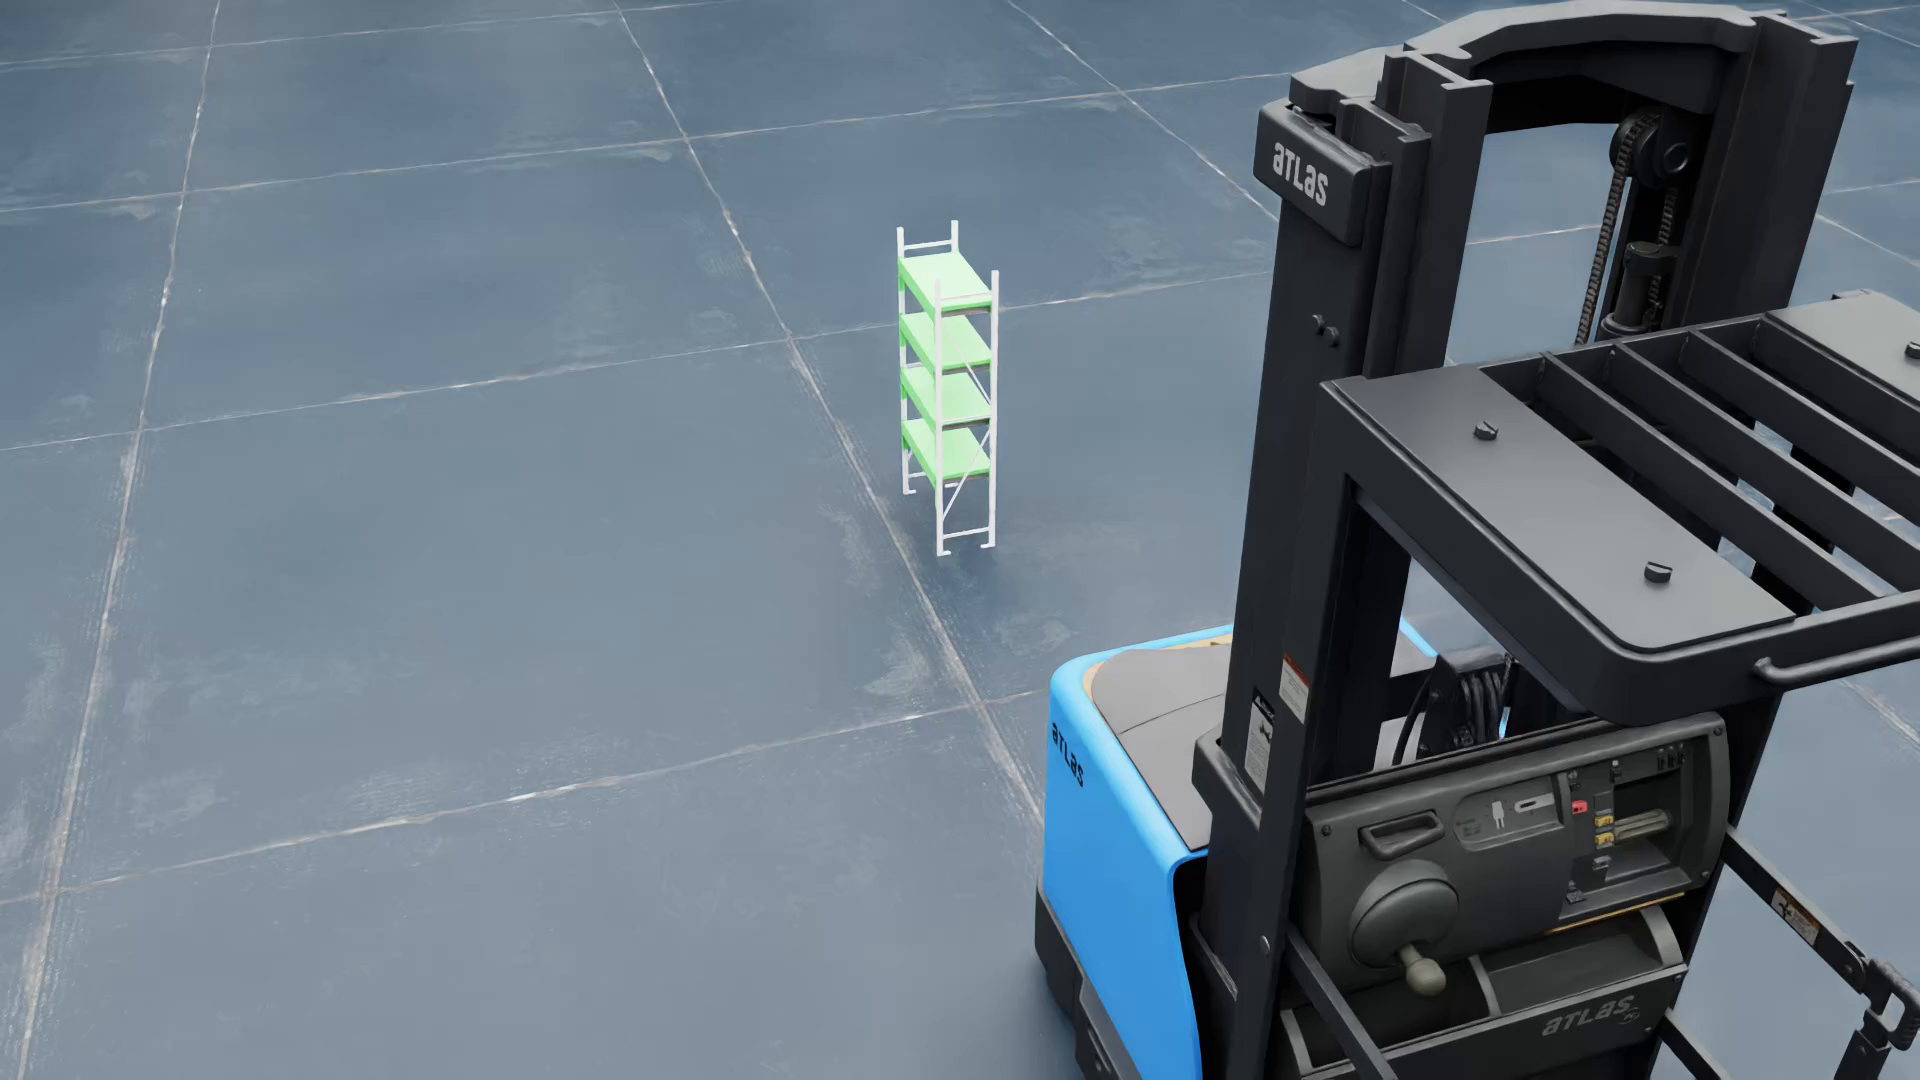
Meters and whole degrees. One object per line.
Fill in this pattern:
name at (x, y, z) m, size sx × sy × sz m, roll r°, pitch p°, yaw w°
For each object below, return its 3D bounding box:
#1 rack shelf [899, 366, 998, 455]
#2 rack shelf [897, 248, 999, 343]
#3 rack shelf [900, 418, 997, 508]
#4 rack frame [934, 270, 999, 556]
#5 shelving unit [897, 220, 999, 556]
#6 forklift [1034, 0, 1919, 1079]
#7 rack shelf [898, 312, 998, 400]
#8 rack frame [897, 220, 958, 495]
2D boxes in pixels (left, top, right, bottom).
rack shelf at (-0.050, -0.534, 6.586) m, size 0.258 × 0.148 × 0.480 m, roll -10°, pitch 35°, yaw -15°
rack shelf at (-0.050, -0.935, 6.321) m, size 0.258 × 0.148 × 0.480 m, roll -10°, pitch 35°, yaw -15°
rack shelf at (-0.050, -0.334, 6.718) m, size 0.258 × 0.148 × 0.480 m, roll -10°, pitch 35°, yaw -15°
rack frame at (0.024, -0.459, 6.357) m, size 0.240 × 1.200 × 0.015 m, roll -10°, pitch 35°, yaw -15°
shelving unit at (-0.050, -0.587, 6.551) m, size 0.258 × 1.200 × 0.503 m, roll -10°, pitch 35°, yaw -15°
forklift at (1.175, 0.671, 3.076) m, size 1.130 × 2.935 × 3.031 m, roll -11°, pitch 35°, yaw -16°
rack shelf at (-0.050, -0.734, 6.454) m, size 0.258 × 0.148 × 0.480 m, roll -10°, pitch 35°, yaw -15°
rack frame at (-0.125, -0.716, 6.745) m, size 0.240 × 1.200 × 0.015 m, roll -10°, pitch 35°, yaw -15°
